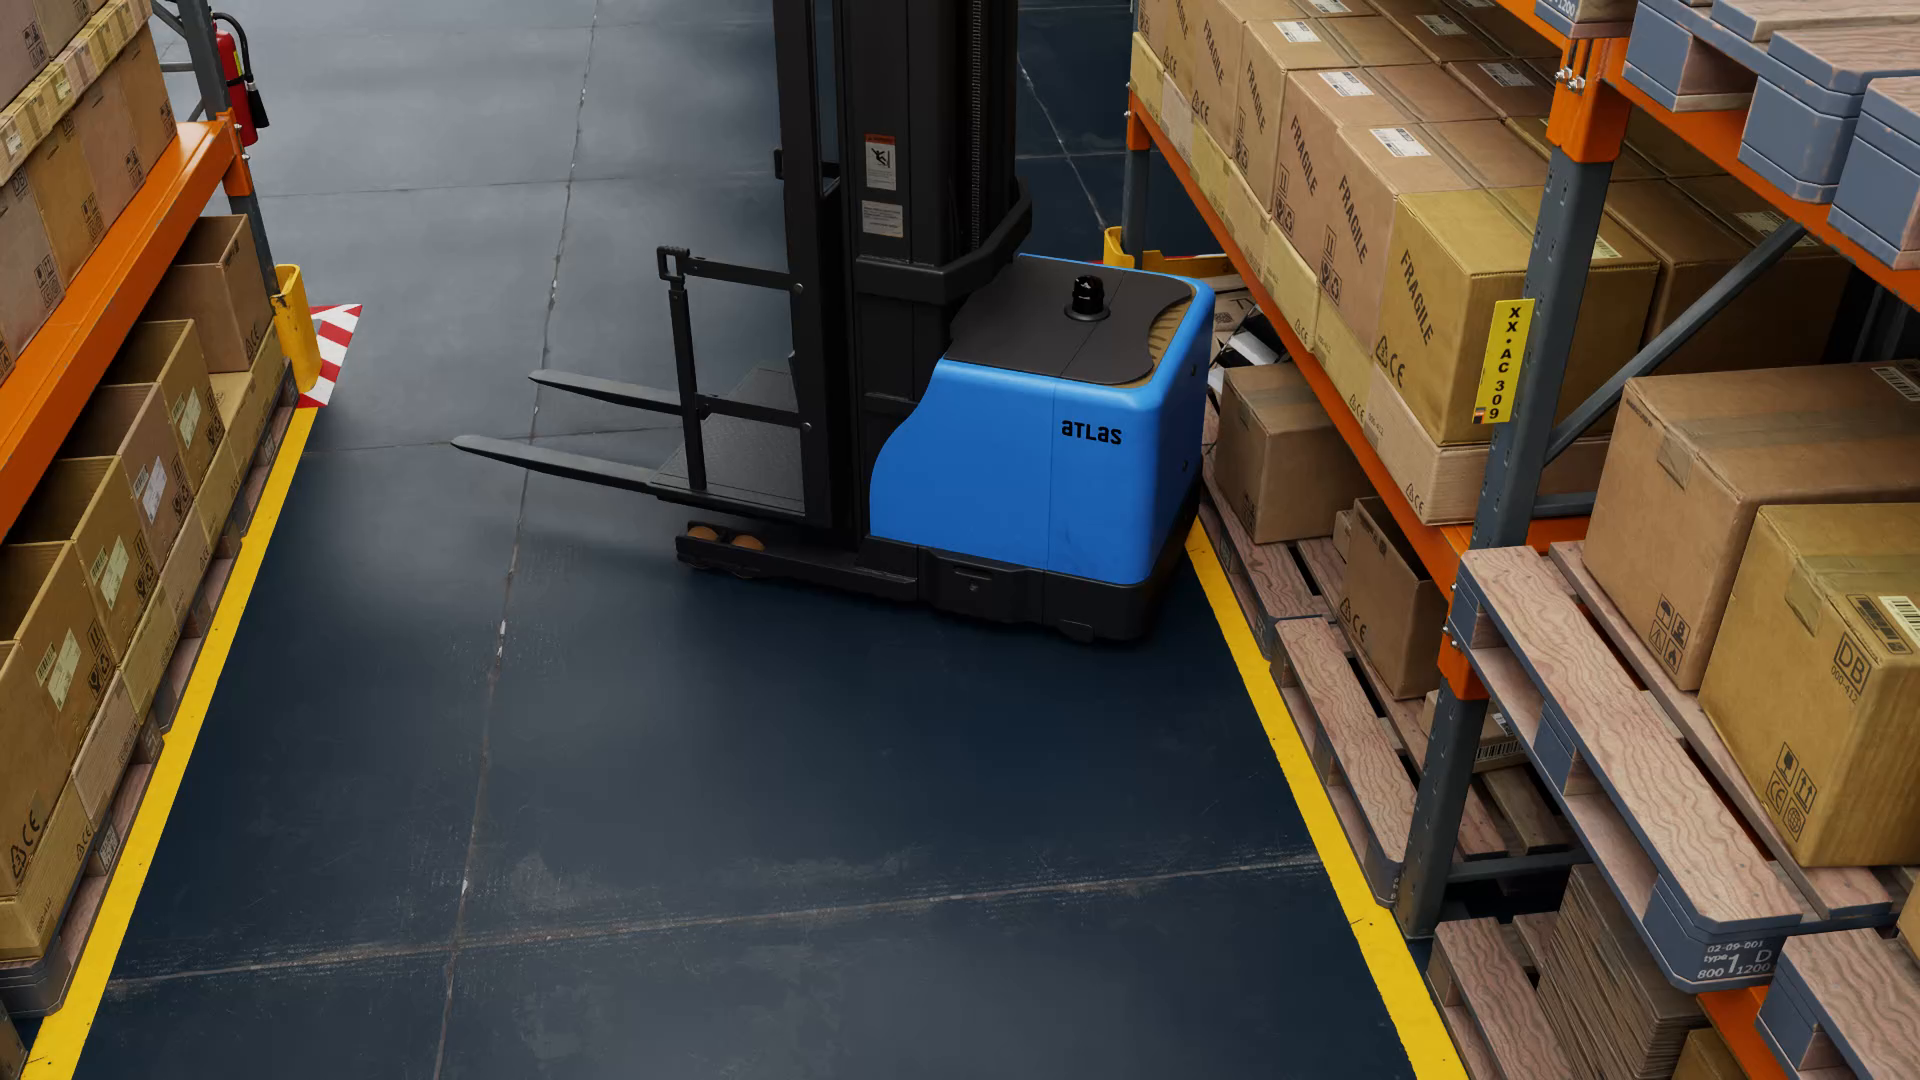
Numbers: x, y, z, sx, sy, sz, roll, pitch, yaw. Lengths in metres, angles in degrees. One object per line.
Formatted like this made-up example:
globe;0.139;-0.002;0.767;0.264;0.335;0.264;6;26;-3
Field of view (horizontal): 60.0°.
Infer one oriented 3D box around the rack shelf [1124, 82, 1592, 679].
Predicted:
rack shelf;1.555;-0.926;6.084;1.077;0.370;4.000;-4;35;-6

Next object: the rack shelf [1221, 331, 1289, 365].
rack shelf;1.186;-0.743;6.663;0.200;0.077;0.258;42;28;13

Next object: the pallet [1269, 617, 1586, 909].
pallet;1.698;0.673;5.575;1.003;0.211;1.213;-4;35;-6

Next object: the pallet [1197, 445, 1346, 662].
pallet;1.531;-0.009;6.576;1.003;0.211;1.213;-4;35;-6

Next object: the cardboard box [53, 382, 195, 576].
cardboard box;-3.040;-0.196;5.777;0.500;0.500;0.500;-4;35;-6

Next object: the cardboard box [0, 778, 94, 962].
cardboard box;-2.846;0.951;4.759;0.500;0.250;0.500;-4;35;-6

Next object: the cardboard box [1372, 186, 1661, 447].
cardboard box;1.454;-0.603;4.421;0.500;0.500;0.500;-4;35;-6

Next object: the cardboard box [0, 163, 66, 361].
cardboard box;-3.361;-0.878;5.286;0.700;0.500;0.500;-3;34;-5

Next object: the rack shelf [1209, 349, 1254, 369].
rack shelf;1.141;-0.677;6.704;0.200;0.077;0.258;42;28;13

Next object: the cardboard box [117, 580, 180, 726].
cardboard box;-2.971;0.393;5.579;0.500;0.250;0.500;-4;35;-6

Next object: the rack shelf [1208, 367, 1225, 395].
rack shelf;1.095;-0.611;6.745;0.200;0.077;0.258;42;28;13

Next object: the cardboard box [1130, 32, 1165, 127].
cardboard box;1.037;-1.989;7.120;0.500;0.250;0.500;-5;35;-8

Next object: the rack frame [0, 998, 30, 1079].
rack frame;-3.084;0.270;3.690;1.000;3.000;0.127;-4;35;-6

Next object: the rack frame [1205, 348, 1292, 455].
rack frame;1.277;-0.701;6.624;0.006;0.900;0.240;42;28;13

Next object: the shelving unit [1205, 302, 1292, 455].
shelving unit;1.203;-0.767;6.648;0.210;0.900;0.258;42;28;13

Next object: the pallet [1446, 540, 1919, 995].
pallet;1.782;0.410;3.655;1.003;0.211;1.213;-4;35;-6

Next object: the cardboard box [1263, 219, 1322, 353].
cardboard box;1.318;-0.853;5.453;0.500;0.250;0.500;-5;35;-7

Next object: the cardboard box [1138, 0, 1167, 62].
cardboard box;1.052;-2.306;6.920;0.500;0.500;0.500;-4;35;-6

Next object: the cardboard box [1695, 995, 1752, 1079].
cardboard box;2.002;1.089;3.651;0.500;0.250;0.500;-5;35;-7

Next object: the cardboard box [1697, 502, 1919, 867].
cardboard box;1.927;0.269;3.212;0.700;0.500;0.500;-1;34;-1

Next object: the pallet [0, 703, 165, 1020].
pallet;-3.150;0.976;5.131;1.003;0.211;1.213;-4;35;-6

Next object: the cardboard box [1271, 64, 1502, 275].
cardboard box;1.324;-1.163;5.243;0.500;0.500;0.500;-5;35;-8

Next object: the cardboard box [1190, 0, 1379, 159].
cardboard box;1.172;-1.741;6.090;0.500;0.500;0.500;-5;35;-8

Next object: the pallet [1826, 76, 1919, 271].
pallet;1.944;-0.338;2.085;1.213;0.211;1.003;-4;35;-6

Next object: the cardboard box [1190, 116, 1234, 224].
cardboard box;1.183;-1.416;6.279;0.500;0.250;0.500;-5;35;-7

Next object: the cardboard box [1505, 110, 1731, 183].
cardboard box;1.902;-0.930;4.901;0.500;0.500;0.500;-5;35;-7

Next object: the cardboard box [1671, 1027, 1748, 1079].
cardboard box;2.059;1.438;3.805;0.700;0.500;0.500;-5;35;-7

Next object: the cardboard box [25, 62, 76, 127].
cardboard box;-3.244;-1.497;5.618;0.380;0.149;0.250;-3;34;-5

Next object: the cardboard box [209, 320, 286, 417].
cardboard box;-3.257;-0.722;7.215;0.500;0.250;0.500;-4;35;-6

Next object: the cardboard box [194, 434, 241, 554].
cardboard box;-3.109;-0.165;6.398;0.500;0.250;0.500;-4;35;-6

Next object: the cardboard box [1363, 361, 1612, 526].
cardboard box;1.460;-0.295;4.634;0.500;0.250;0.500;-4;35;-6

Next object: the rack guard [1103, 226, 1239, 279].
rack guard;1.296;-1.264;8.160;1.175;0.500;0.348;-4;35;-6

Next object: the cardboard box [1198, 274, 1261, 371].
cardboard box;1.290;-1.017;7.575;0.500;0.311;0.500;-8;35;-12

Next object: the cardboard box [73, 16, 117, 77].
cardboard box;-3.311;-1.784;6.039;0.380;0.149;0.250;-5;35;-7

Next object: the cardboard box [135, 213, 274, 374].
cardboard box;-3.255;-1.032;7.004;0.500;0.500;0.500;-4;35;-6

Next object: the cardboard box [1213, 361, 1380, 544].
cardboard box;1.416;-0.364;6.449;0.700;0.500;0.500;-6;35;-9

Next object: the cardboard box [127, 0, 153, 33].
cardboard box;-3.382;-2.072;6.463;0.380;0.149;0.250;-5;35;-7

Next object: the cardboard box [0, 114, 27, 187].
cardboard box;-3.171;-1.207;5.193;0.380;0.149;0.250;-5;35;-7

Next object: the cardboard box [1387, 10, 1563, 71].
cardboard box;1.759;-1.497;5.733;0.500;0.500;0.500;-4;34;-6

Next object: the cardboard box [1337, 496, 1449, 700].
cardboard box;1.645;0.168;5.669;0.500;0.500;0.500;-7;35;-10

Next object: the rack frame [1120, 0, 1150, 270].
rack frame;1.286;-2.339;7.519;1.000;3.000;0.127;-4;35;-6

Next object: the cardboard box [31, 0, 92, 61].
cardboard box;-3.489;-1.955;5.715;0.700;0.500;0.500;-5;35;-8

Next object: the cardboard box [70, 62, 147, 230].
cardboard box;-3.497;-1.449;6.124;0.700;0.500;0.500;-4;34;-5

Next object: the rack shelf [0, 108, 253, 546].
rack shelf;-3.353;-0.548;5.530;1.077;0.370;4.000;-4;35;-6

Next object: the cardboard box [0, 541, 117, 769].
cardboard box;-2.911;0.362;4.958;0.500;0.500;0.500;-4;35;-6

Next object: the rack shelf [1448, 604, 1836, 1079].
rack shelf;2.093;1.306;2.808;1.077;0.370;4.000;-4;35;-6

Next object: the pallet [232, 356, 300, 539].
pallet;-3.478;-0.386;7.129;1.003;0.211;1.213;-4;35;-6

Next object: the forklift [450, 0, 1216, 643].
forklift;-0.594;-1.328;6.096;3.031;2.935;1.130;11;36;16
